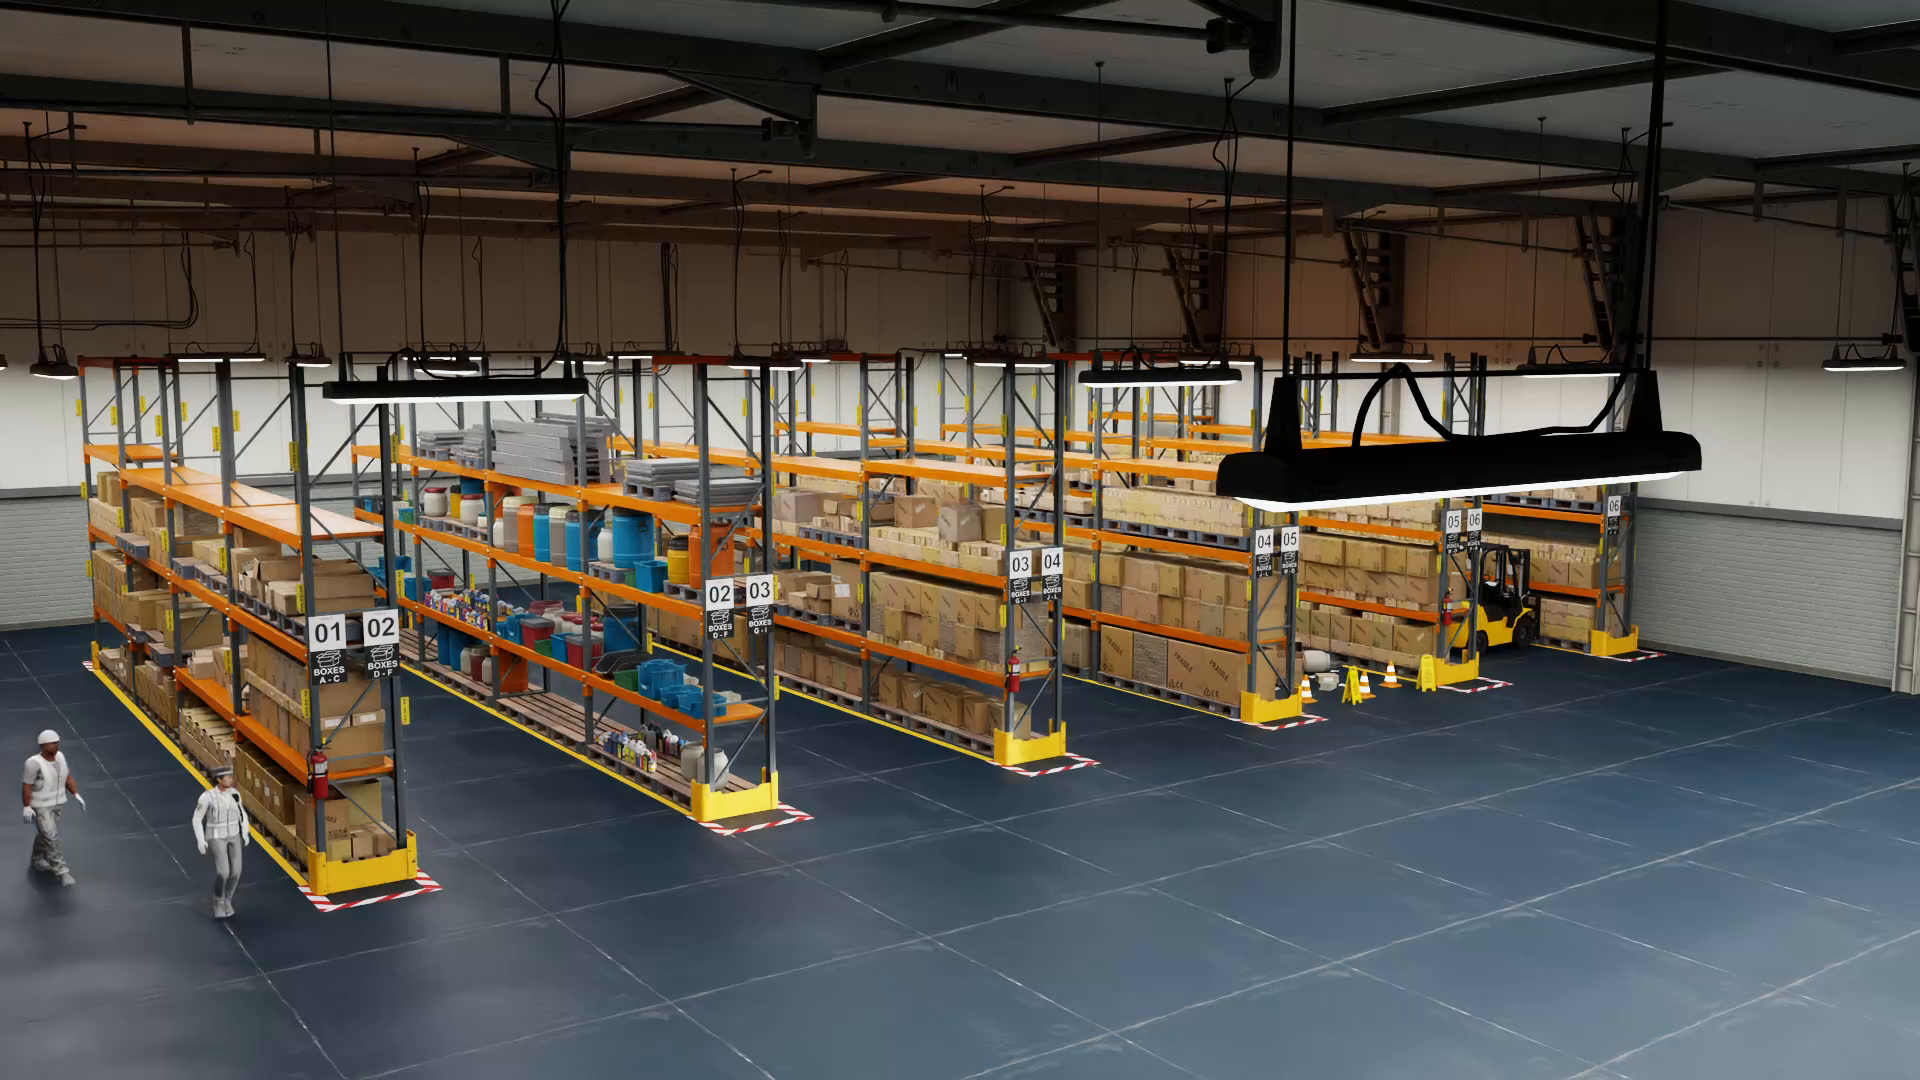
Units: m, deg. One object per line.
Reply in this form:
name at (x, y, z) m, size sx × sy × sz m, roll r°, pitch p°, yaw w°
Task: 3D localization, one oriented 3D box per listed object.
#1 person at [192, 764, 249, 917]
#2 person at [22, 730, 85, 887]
person at (-8.117, 3.330, 18.359) m, size 0.480 × 1.691 × 0.602 m, roll 6°, pitch 9°, yaw 38°
person at (-10.646, 3.098, 19.491) m, size 0.977 × 1.757 × 0.635 m, roll 3°, pitch 8°, yaw 24°
